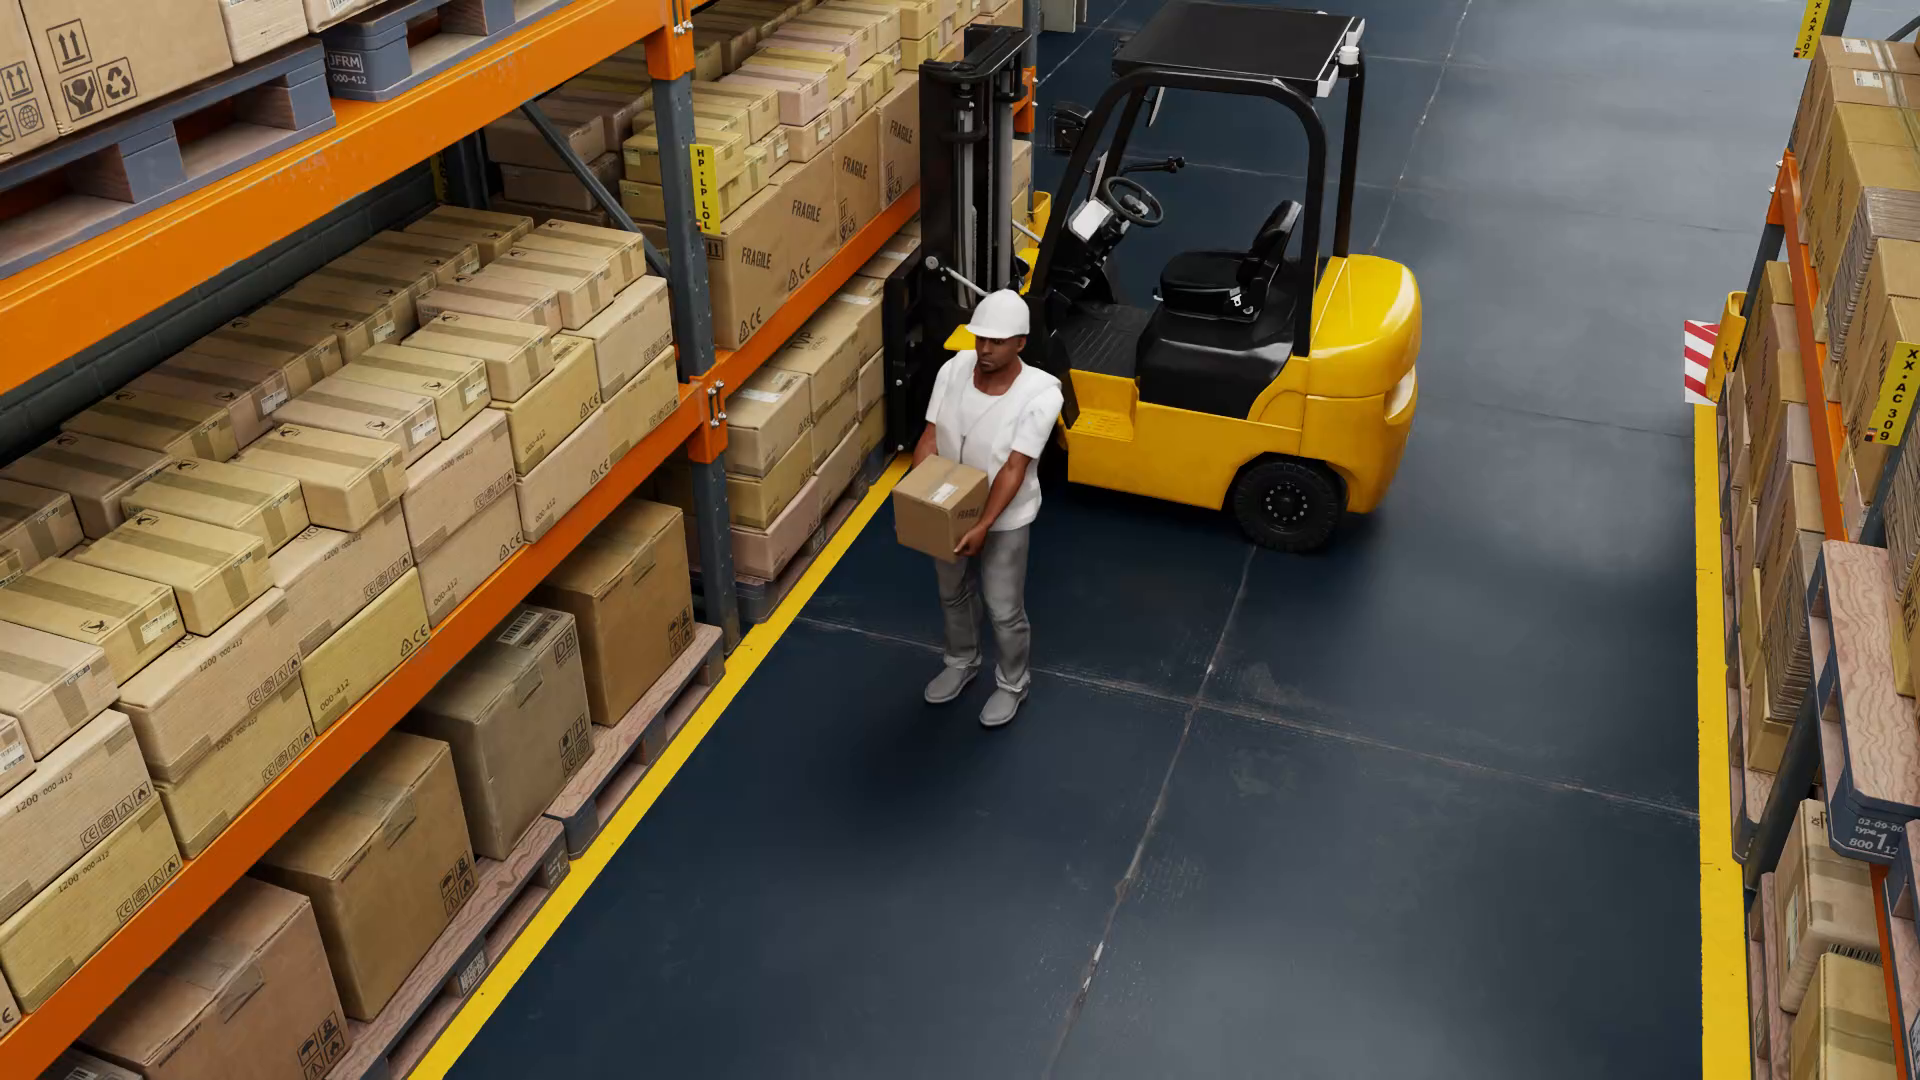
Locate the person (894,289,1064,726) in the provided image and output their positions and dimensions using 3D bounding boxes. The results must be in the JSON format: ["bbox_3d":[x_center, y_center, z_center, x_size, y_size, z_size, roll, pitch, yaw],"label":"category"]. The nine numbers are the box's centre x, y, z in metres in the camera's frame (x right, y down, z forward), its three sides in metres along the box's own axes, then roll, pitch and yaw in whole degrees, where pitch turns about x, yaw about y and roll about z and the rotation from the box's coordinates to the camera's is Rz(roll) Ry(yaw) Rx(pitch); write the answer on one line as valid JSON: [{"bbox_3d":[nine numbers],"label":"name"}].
[{"bbox_3d":[0.051,-0.065,6.222,0.504,1.760,0.584,21,38,28],"label":"person"}]
